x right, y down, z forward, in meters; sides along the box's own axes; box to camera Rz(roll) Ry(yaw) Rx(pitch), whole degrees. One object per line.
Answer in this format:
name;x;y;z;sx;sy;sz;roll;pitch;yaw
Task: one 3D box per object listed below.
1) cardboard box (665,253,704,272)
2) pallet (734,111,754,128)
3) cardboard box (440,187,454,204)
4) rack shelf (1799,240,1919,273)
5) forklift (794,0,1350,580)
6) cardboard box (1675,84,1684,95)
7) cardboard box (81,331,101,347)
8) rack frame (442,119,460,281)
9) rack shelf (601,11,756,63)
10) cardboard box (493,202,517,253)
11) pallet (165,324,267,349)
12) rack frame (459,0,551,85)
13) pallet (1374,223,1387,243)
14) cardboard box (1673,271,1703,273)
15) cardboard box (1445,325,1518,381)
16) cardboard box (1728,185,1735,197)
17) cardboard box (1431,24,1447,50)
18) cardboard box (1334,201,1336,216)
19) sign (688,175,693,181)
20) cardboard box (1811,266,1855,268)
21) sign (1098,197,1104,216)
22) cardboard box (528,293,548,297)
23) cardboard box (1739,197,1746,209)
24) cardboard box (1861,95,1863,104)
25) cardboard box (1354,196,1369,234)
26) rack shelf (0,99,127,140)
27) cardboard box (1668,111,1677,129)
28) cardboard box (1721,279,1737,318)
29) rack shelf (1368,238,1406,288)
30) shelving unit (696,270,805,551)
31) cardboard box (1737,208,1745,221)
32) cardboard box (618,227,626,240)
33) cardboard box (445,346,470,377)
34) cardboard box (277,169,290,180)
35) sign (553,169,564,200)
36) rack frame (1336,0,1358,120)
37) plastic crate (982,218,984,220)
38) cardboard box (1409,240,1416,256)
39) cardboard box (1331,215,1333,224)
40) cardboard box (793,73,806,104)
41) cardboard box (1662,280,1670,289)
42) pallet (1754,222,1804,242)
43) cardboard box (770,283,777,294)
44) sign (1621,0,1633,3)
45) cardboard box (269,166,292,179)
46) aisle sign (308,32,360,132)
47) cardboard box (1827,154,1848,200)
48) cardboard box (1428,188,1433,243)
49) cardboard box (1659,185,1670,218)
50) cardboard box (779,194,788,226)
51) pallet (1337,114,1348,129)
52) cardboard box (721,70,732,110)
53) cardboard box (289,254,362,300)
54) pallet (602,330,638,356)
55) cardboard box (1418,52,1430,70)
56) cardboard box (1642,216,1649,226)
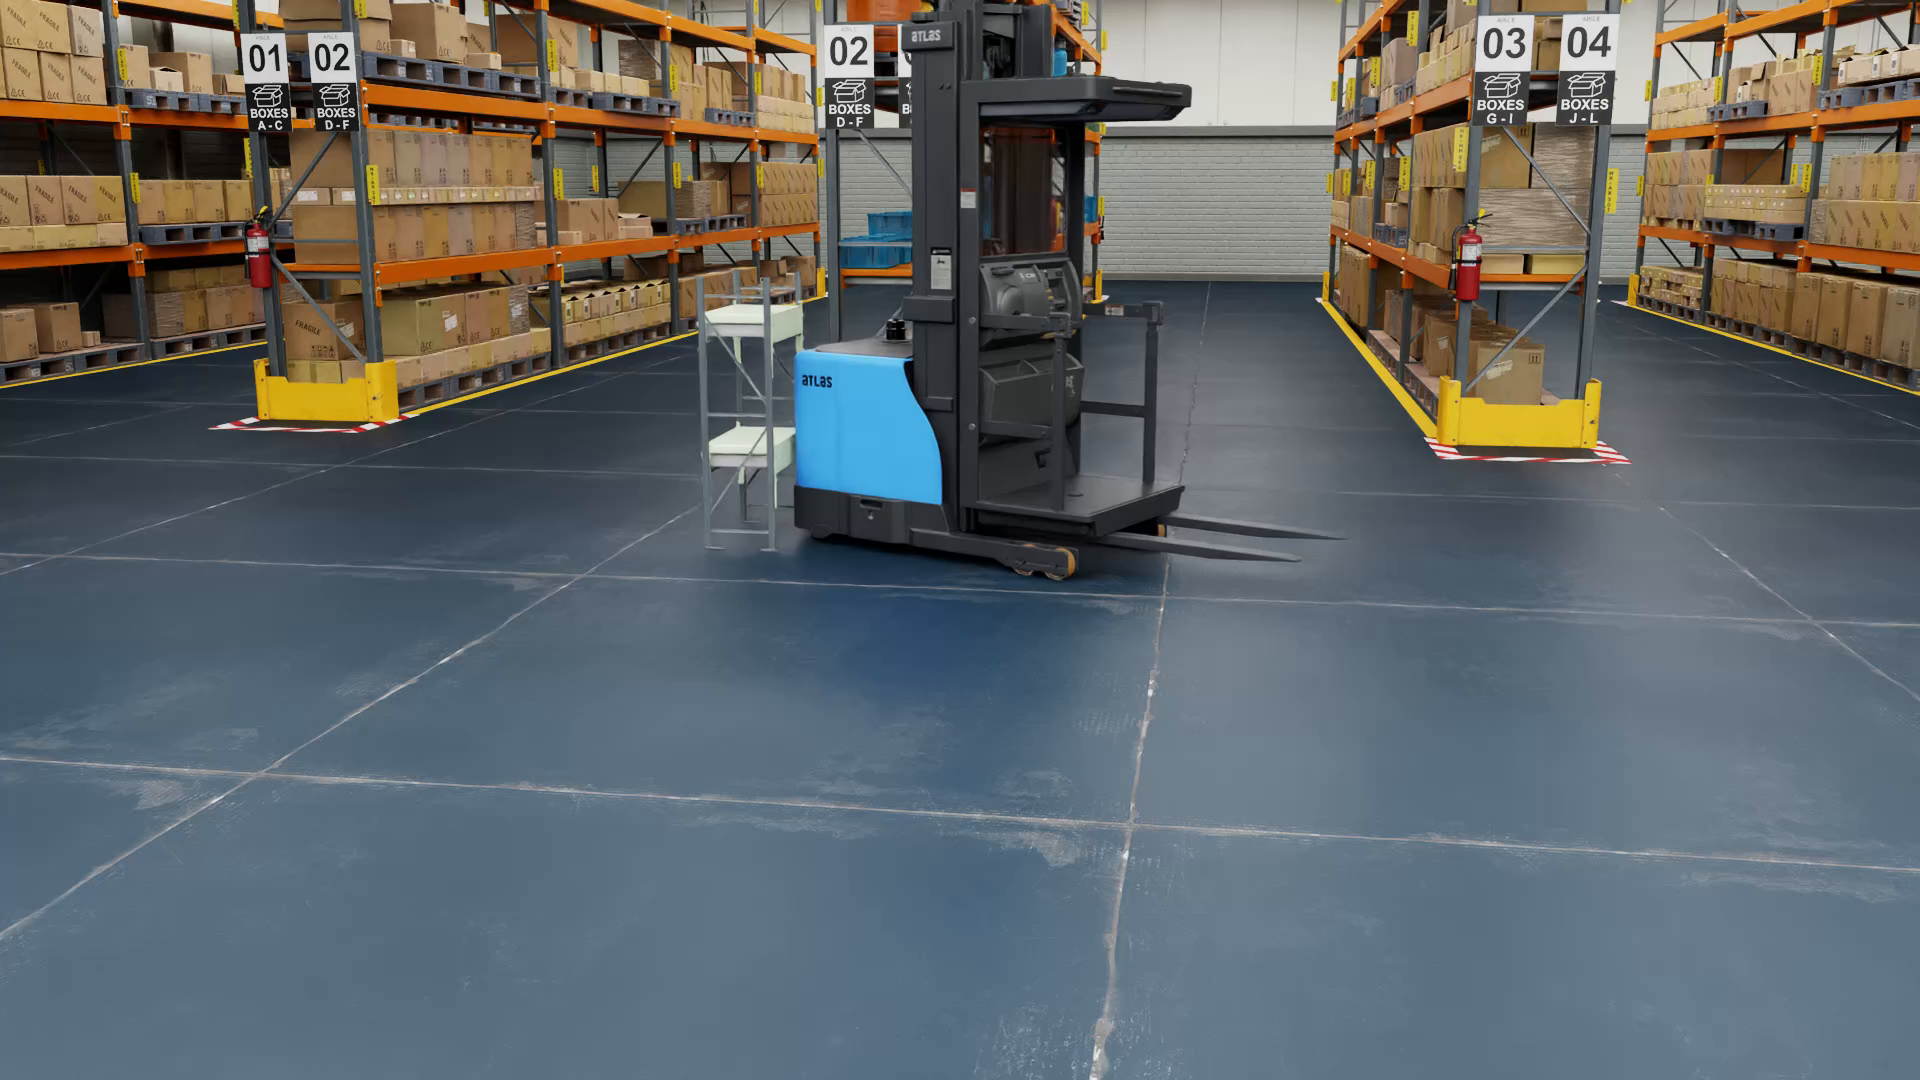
cardboard box;-4.082;-4.085;24.440;0.500;0.250;0.500;2;12;9
pallet;-3.783;-6.268;24.783;1.213;0.211;1.003;2;12;9
cardboard box;-4.990;-3.238;15.619;0.380;0.149;0.250;2;12;8
rack shelf;10.137;-2.923;17.642;1.077;0.370;4.000;2;12;9
forklift;0.558;-1.353;8.815;3.031;2.935;1.130;8;15;33
cardboard box;11.122;-6.862;25.317;0.380;0.149;0.250;2;12;10
cardboard box;-9.792;-2.239;18.443;0.380;0.166;0.250;0;12;1
rack frame;-8.509;-5.186;26.439;1.000;3.000;0.127;2;12;9
rack shelf;-3.921;-6.996;23.252;1.077;0.370;4.000;2;12;9
cardboard box;-4.980;-3.208;17.020;0.700;0.500;0.500;2;12;8
pallet;-9.435;-2.575;20.940;1.003;0.211;1.213;2;12;9
rack frame;-4.844;-6.294;17.339;1.000;3.000;0.127;2;12;9
pallet;5.555;-3.627;19.657;1.213;0.211;1.003;2;12;9
cardboard box;11.132;-4.030;25.433;0.380;0.149;0.250;2;12;9
cardboard box;4.745;-1.690;15.151;0.500;0.500;0.500;1;12;4
cardboard box;10.386;-4.613;21.965;0.380;0.149;0.250;2;12;8
cardboard box;5.114;-4.856;16.546;0.797;0.503;0.637;1;12;6
cardboard box;6.376;-5.410;27.127;0.500;0.250;0.500;2;12;8
sign;-4.151;-5.466;25.681;0.100;0.325;0.005;2;12;9
cardboard box;10.868;-3.282;20.758;0.500;0.250;0.500;2;12;8
sign;2.442;-5.763;28.729;0.100;0.325;0.005;2;12;9
cardboard box;-4.991;-2.699;19.095;0.500;0.311;0.500;2;12;10
cardboard box;10.306;-4.358;21.490;0.380;0.149;0.250;2;12;8
cardboard box;10.796;-5.316;19.683;0.500;0.500;0.500;2;12;9
cardboard box;5.703;-4.457;22.819;0.500;0.500;0.500;2;12;7
rack shelf;-10.047;-4.219;16.540;1.077;0.370;4.000;2;12;9
cardboard box;11.202;-6.447;25.523;0.500;0.250;0.500;1;12;7
cardboard box;10.605;-3.251;22.396;0.500;0.500;0.500;2;12;11
rack shelf;5.252;-3.104;18.486;1.077;0.370;4.000;2;12;9
shelving unit;-1.168;-0.756;9.441;0.431;1.500;0.755;2;12;8
cardboard box;10.308;-4.214;21.528;0.380;0.149;0.250;1;12;6
cardboard box;-4.369;-3.804;20.621;0.380;0.149;0.250;3;12;13
cardboard box;-5.006;-1.703;15.804;0.500;0.250;0.500;2;12;9
cardboard box;-9.147;-4.862;22.113;0.380;0.149;0.250;0;12;1
sign;-4.295;-3.806;17.789;0.100;0.325;0.005;2;12;9
rack frame;6.790;-8.470;27.437;1.000;3.000;0.127;2;12;9
plastic crate;-0.156;-3.065;16.743;0.767;0.338;0.504;2;12;9
cardboard box;4.563;-2.830;16.102;0.380;0.149;0.250;2;12;9
cardboard box;6.409;-5.352;27.802;0.380;0.149;0.250;2;12;9
cardboard box;-3.061;-7.756;28.631;0.700;0.500;0.500;2;12;9
cardboard box;11.199;-3.995;25.975;0.380;0.149;0.250;1;12;6
pallet;10.449;-3.749;20.223;1.213;0.211;1.003;2;12;9
cardboard box;-3.212;-4.118;27.160;0.380;0.166;0.250;2;12;9
sign;4.865;-4.083;12.125;0.100;0.325;0.005;2;12;9
cardboard box;-9.310;-5.027;22.930;0.500;0.250;0.500;2;12;10
aisle sign;-5.166;-3.776;13.724;0.394;0.787;0.004;2;12;9
cardboard box;10.366;-4.135;18.950;0.700;0.500;0.500;2;12;8
cardboard box;4.725;-2.932;15.035;0.875;0.500;0.500;2;12;9
cardboard box;11.188;-5.252;25.800;0.500;0.500;0.500;2;12;9
cardboard box;-3.111;-5.384;27.117;0.500;0.500;0.500;2;12;8
pallet;6.686;-6.806;27.044;1.003;0.211;1.213;2;12;9
cardboard box;-3.764;-6.694;24.841;0.600;0.600;0.600;1;12;3
cardboard box;-8.881;-3.657;23.449;0.750;0.750;0.750;2;12;8
pallet;-4.584;-2.408;20.164;1.003;0.211;1.213;2;12;9
cardboard box;4.590;-4.570;15.868;0.380;0.149;0.250;2;12;7
cardboard box;11.301;-5.176;26.989;0.380;0.149;0.250;2;12;8
